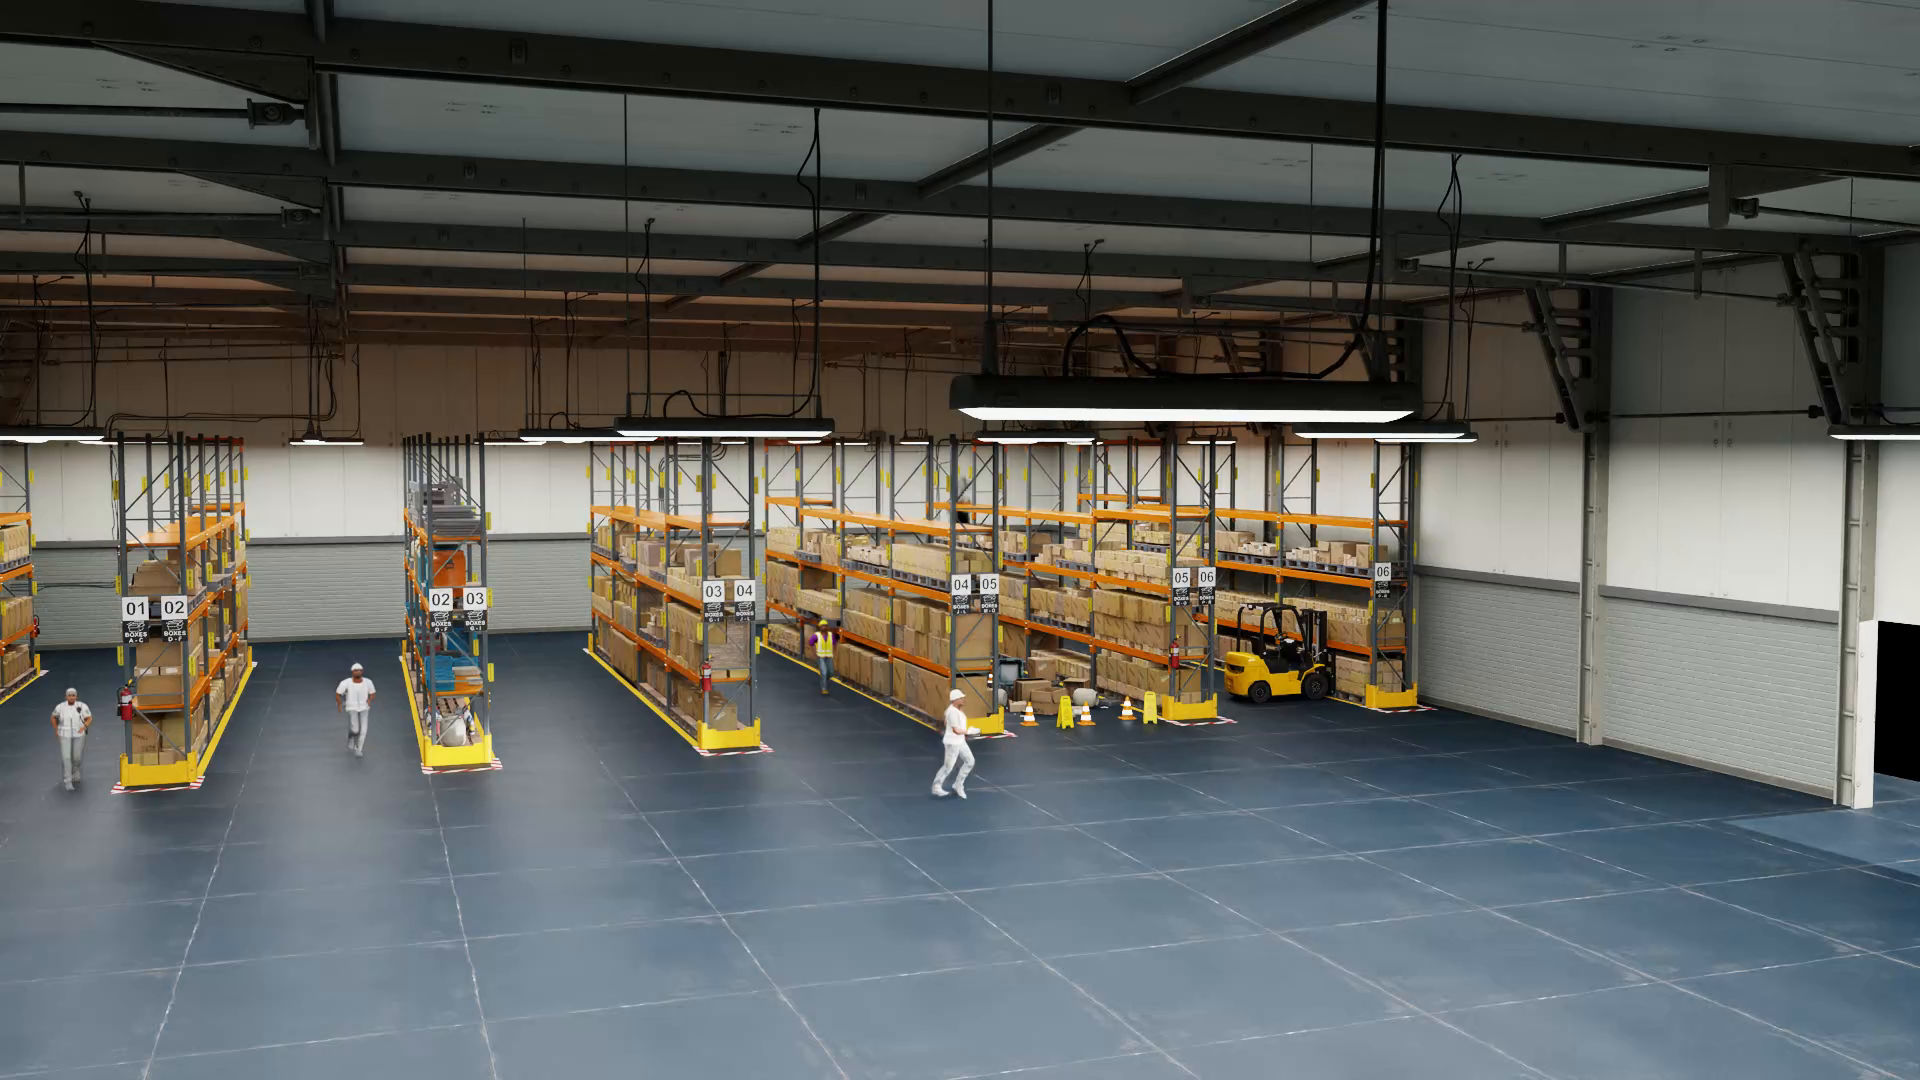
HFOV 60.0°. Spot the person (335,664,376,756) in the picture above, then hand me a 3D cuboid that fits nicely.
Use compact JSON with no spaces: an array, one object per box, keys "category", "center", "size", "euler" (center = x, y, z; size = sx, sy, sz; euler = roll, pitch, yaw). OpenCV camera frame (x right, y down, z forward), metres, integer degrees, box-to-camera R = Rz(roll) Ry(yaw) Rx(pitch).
[{"category":"person","center":[-11.165,3.151,30.819],"size":[0.698,1.720,0.576],"euler":[-2,4,-32]}]

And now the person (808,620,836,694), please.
[{"category":"person","center":[-3.180,2.718,38.701],"size":[0.700,1.719,0.614],"euler":[-1,3,-23]}]

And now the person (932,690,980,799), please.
[{"category":"person","center":[-0.055,3.333,27.080],"size":[0.822,1.809,0.657],"euler":[1,3,14]}]

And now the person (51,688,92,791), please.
[{"category":"person","center":[-15.028,3.341,28.142],"size":[0.618,1.691,0.872],"euler":[-2,4,-29]}]
